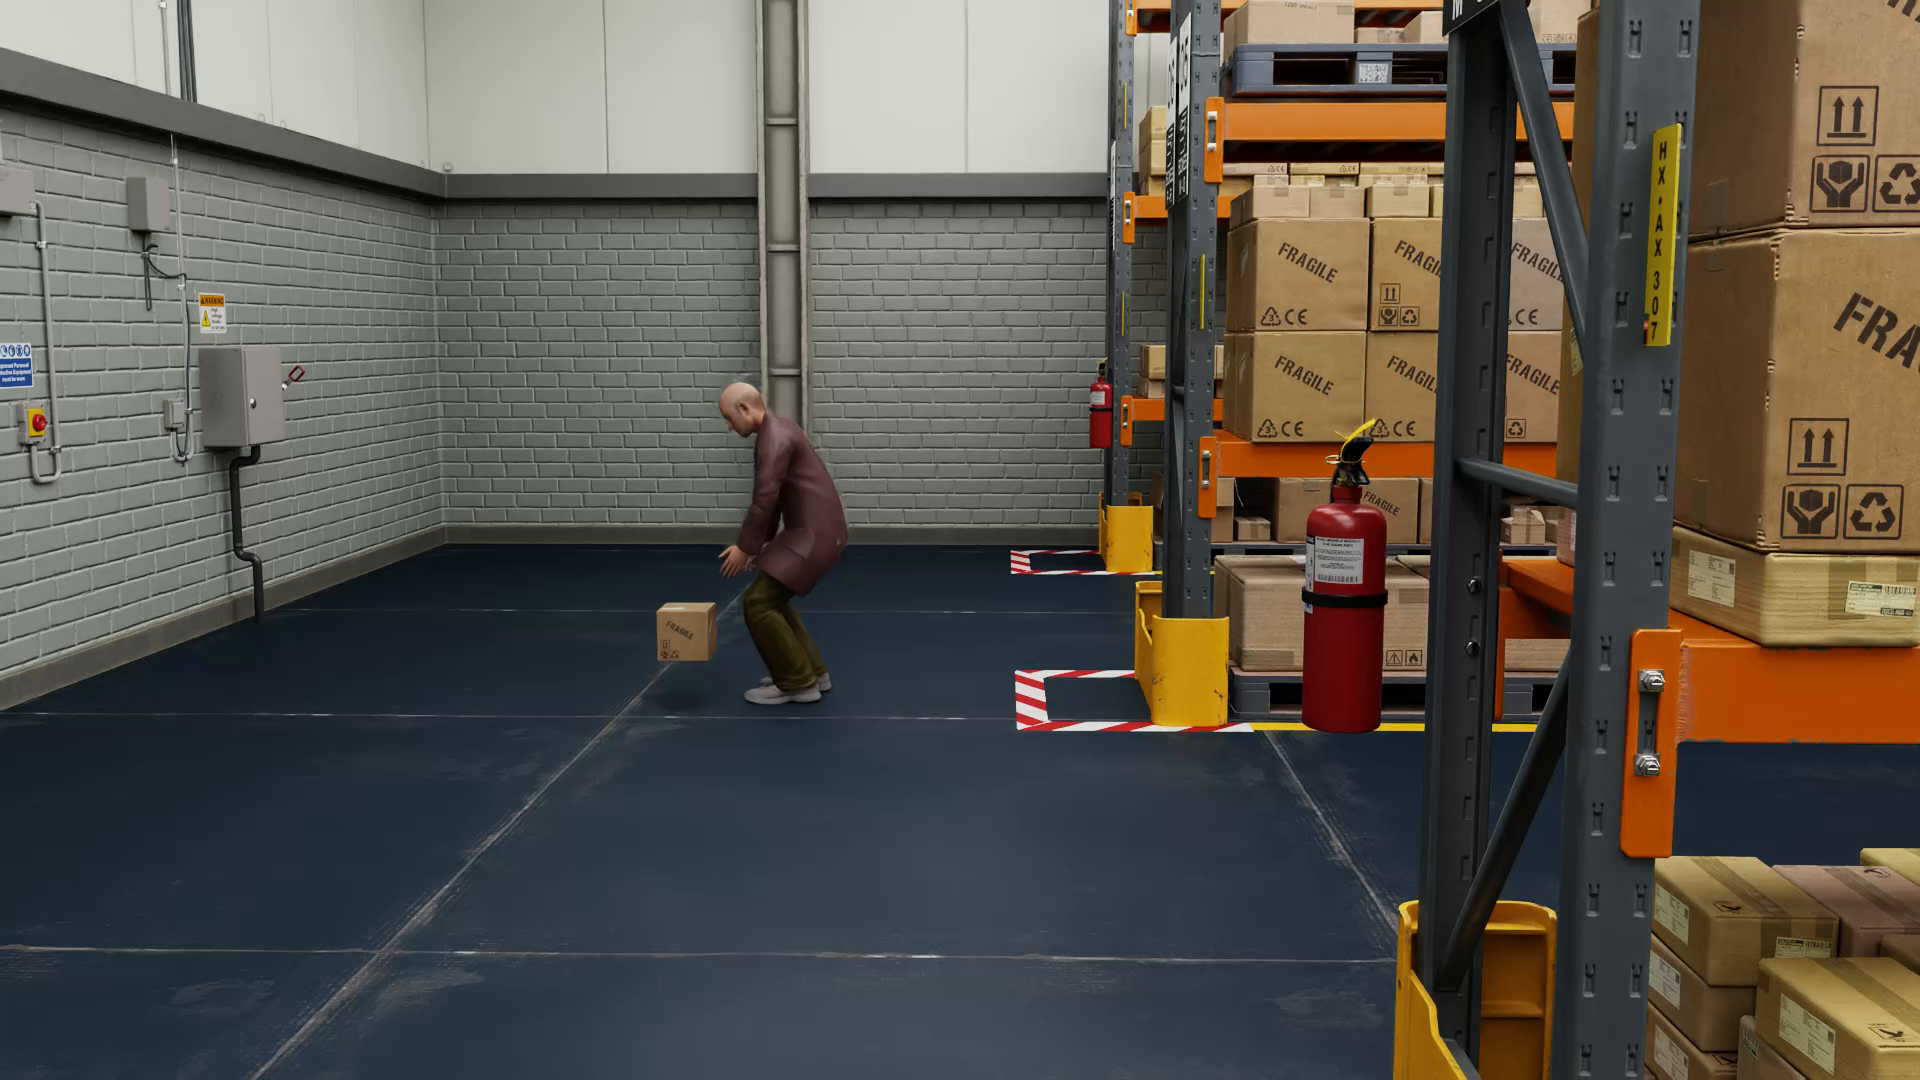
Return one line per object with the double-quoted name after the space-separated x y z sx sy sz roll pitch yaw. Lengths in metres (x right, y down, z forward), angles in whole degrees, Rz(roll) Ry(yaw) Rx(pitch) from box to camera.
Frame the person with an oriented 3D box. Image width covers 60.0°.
-0.860 0.010 8.140 0.612 1.564 0.625 0 7 2 "person"
